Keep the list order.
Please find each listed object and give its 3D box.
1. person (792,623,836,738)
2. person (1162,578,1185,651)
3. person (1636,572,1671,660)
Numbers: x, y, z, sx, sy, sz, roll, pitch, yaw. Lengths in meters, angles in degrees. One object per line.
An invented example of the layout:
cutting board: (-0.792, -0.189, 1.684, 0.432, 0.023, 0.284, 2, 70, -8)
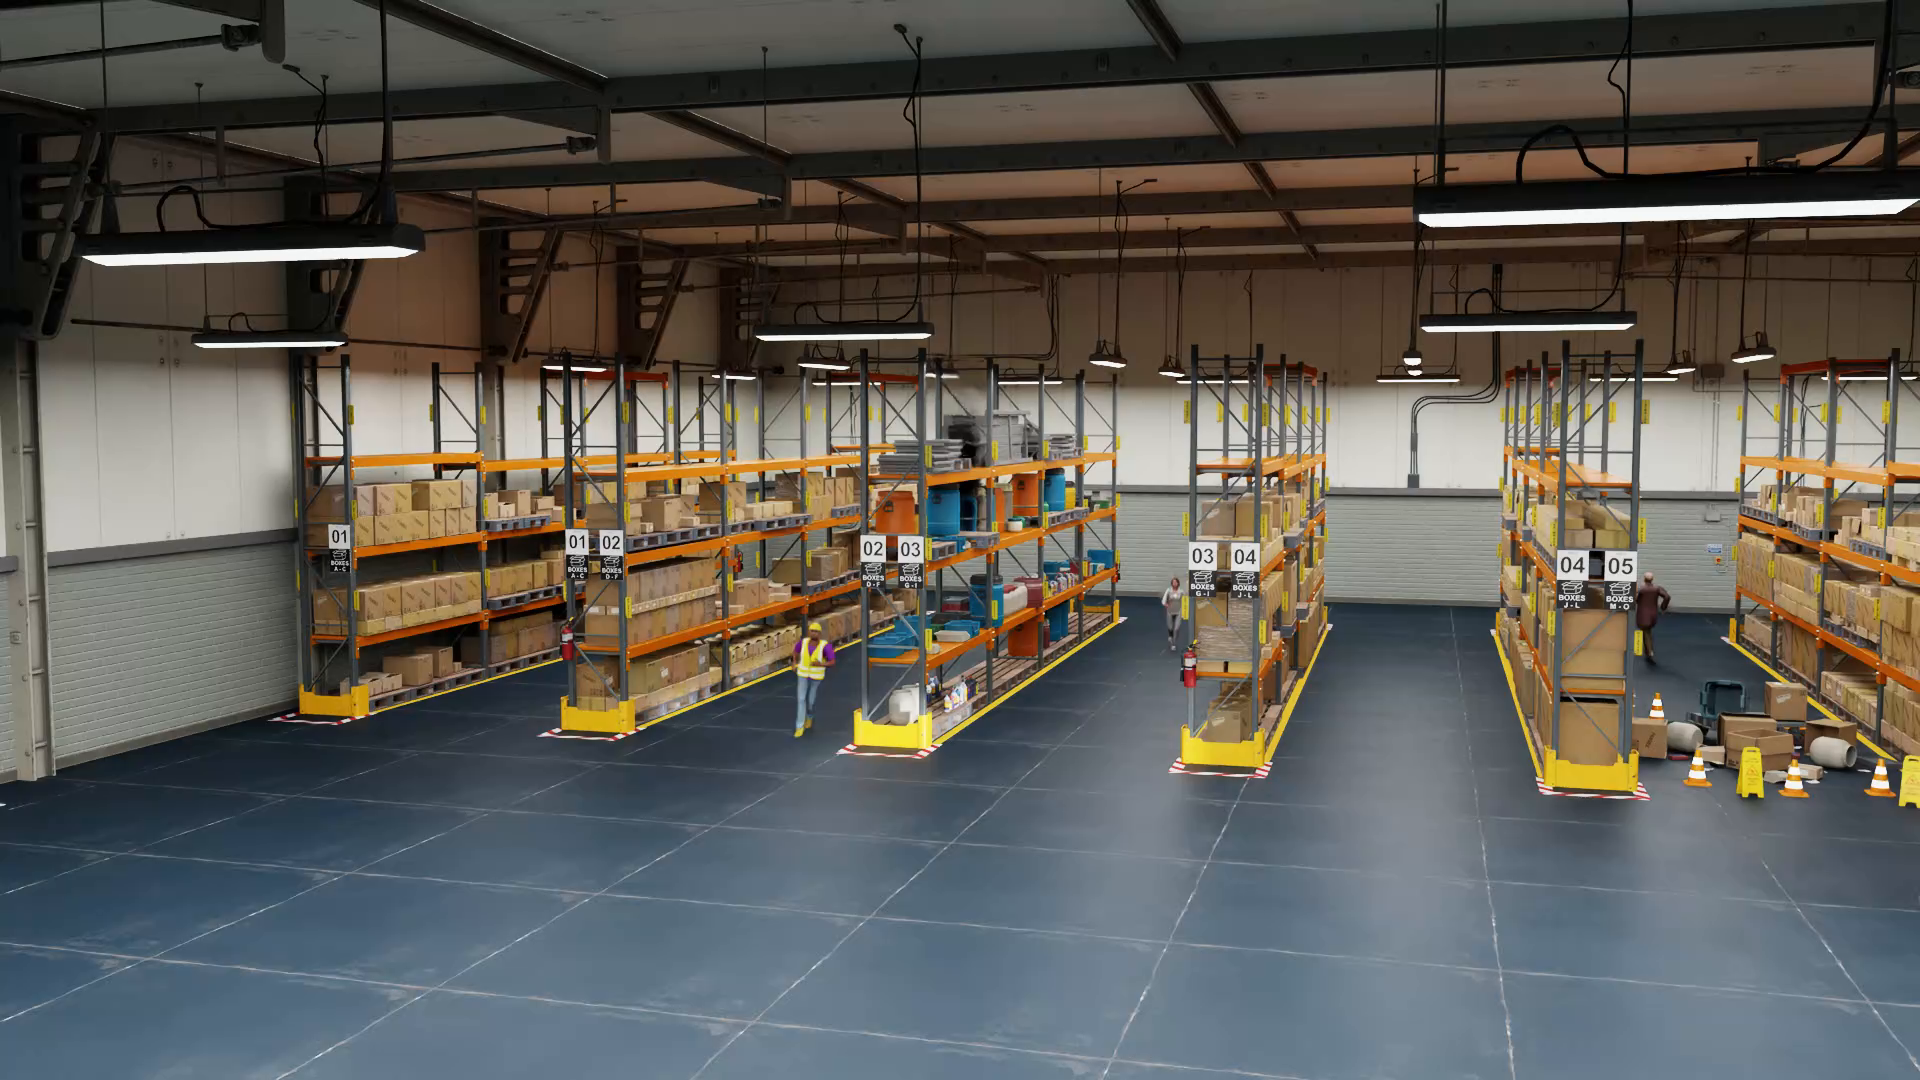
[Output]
person: (-2.299, 2.183, 26.166, 0.715, 1.801, 0.879, 0, 4, 4)
person: (4.574, 1.571, 35.422, 0.534, 1.553, 0.557, 0, 4, 5)
person: (13.987, 1.581, 33.805, 0.672, 1.849, 0.855, 0, 4, -2)
